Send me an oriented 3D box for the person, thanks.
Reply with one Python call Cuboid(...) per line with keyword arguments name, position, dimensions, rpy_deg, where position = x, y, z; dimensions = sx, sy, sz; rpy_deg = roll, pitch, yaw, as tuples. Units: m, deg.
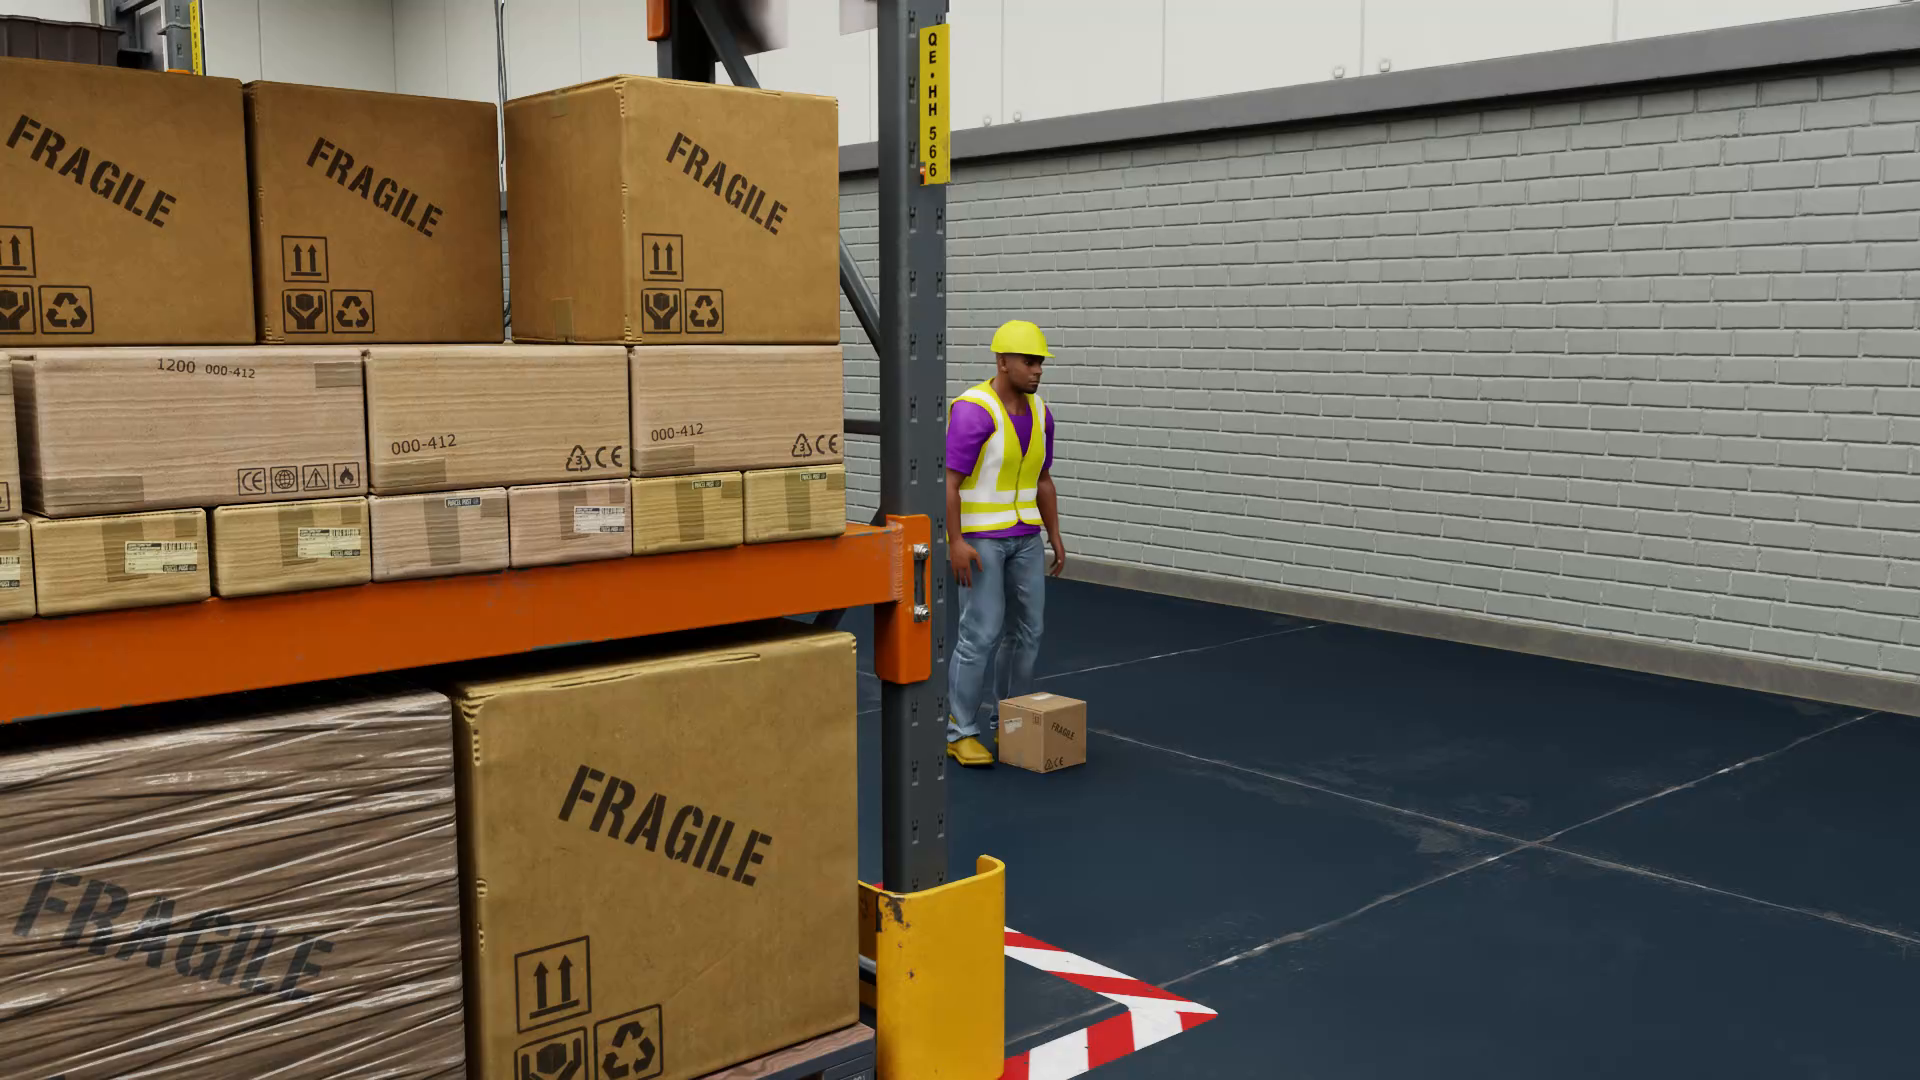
Cuboid(name="person", position=(0.179, -0.002, 6.725), dimensions=(0.637, 1.761, 0.455), rpy_deg=(-7, 10, -43))
